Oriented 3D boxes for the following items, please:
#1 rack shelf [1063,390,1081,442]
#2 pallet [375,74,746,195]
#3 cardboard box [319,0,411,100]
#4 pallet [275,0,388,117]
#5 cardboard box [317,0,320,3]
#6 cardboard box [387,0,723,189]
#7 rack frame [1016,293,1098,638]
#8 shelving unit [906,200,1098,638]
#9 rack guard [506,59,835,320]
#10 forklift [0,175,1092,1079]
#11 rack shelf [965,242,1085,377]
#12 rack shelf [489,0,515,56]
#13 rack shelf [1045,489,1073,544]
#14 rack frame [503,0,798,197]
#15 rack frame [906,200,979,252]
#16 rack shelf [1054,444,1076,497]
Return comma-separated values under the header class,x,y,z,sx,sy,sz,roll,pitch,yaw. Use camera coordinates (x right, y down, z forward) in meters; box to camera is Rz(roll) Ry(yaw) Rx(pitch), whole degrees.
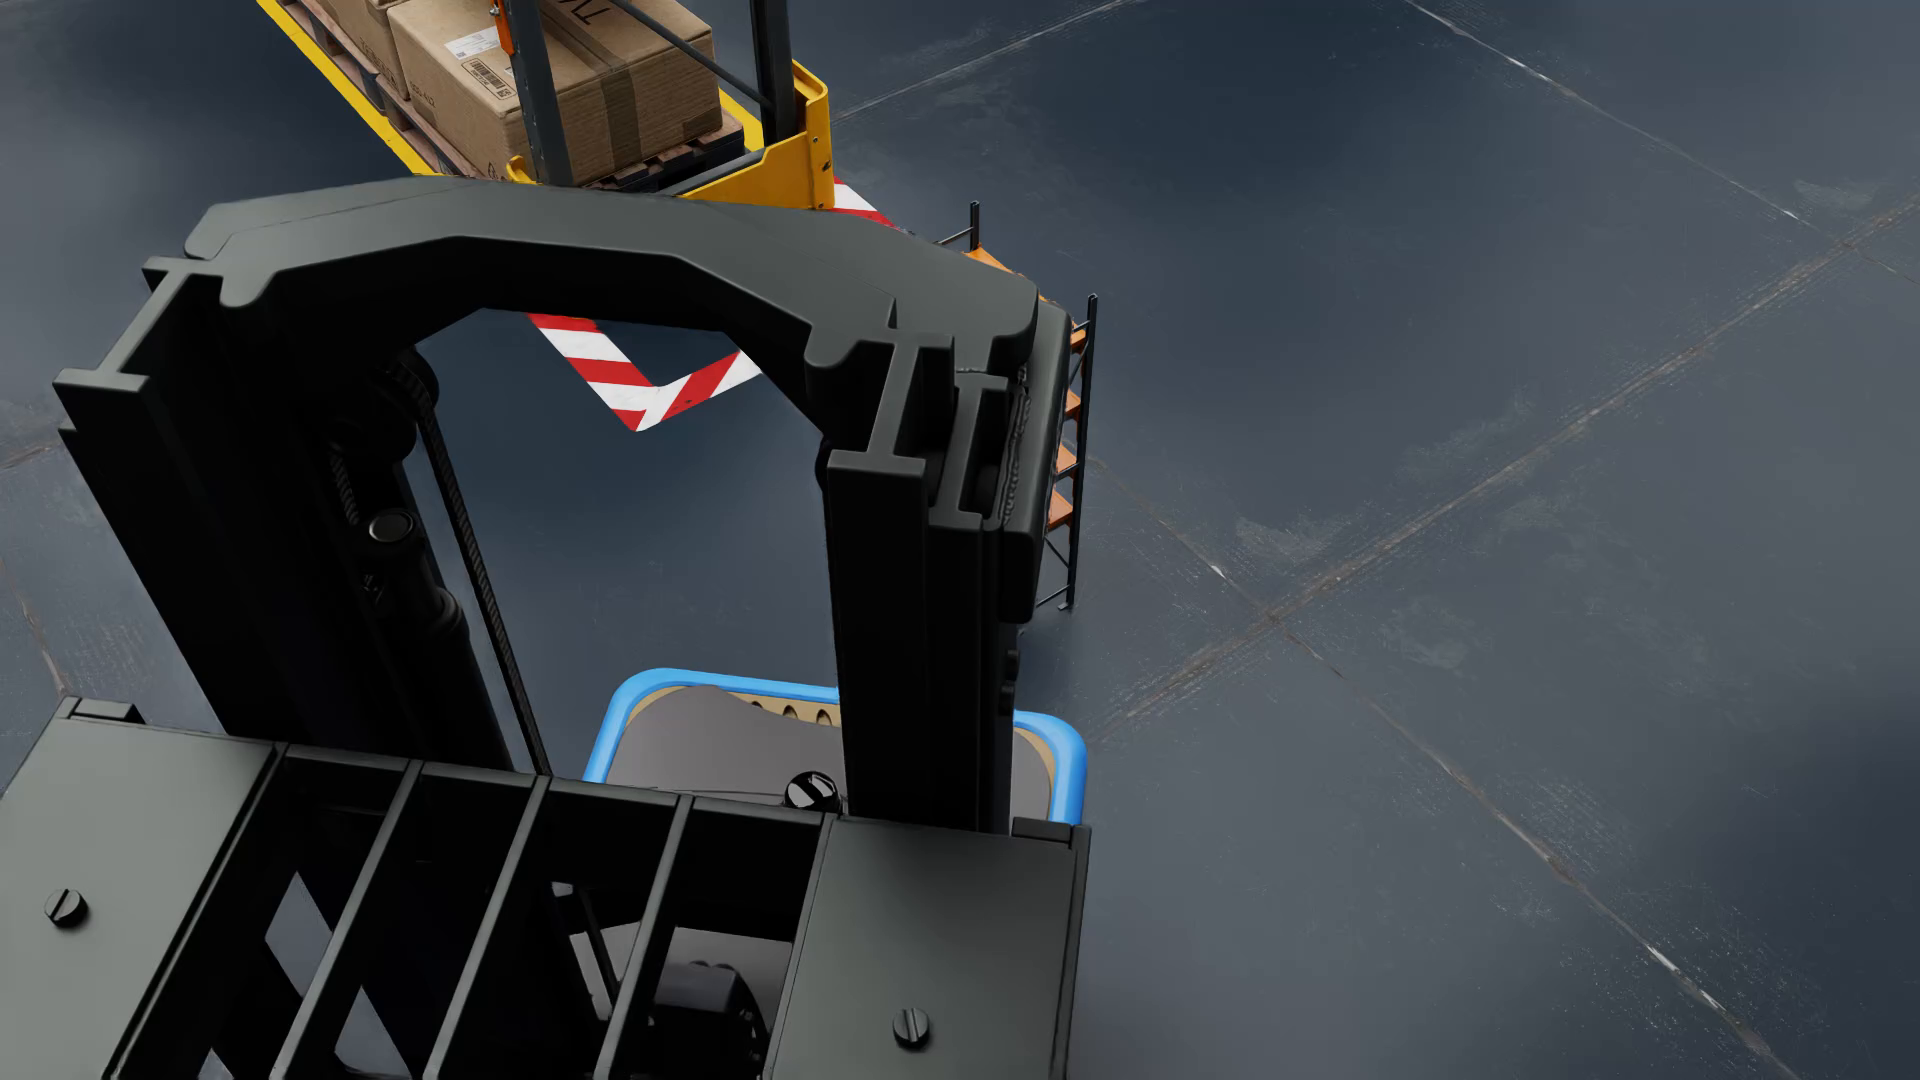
class,x,y,z,sx,sy,sz,roll,pitch,yaw
rack shelf,0.100,-0.410,4.601,0.258,0.148,0.480,-29,54,-24
pallet,-1.586,-1.654,6.607,1.003,0.211,1.213,-29,54,-24
cardboard box,-2.080,-2.315,6.770,0.875,0.438,0.875,-28,54,-23
pallet,-2.321,-2.373,7.259,1.003,0.211,1.213,-29,54,-24
cardboard box,-2.625,-2.848,7.253,0.875,0.438,0.875,-31,55,-25
cardboard box,-1.519,-1.779,6.284,0.875,0.438,0.875,-31,55,-25
rack frame,0.248,-0.162,4.587,0.240,1.200,0.015,-29,54,-24
shelving unit,0.100,-0.305,4.717,0.258,1.200,0.503,-29,54,-24
rack guard,-1.025,-1.301,6.092,1.175,0.500,0.348,-29,54,-24
forklift,-0.450,1.136,2.242,1.130,2.935,3.031,6,48,6
rack shelf,0.100,-0.569,4.426,0.258,0.148,0.480,-29,54,-24
rack shelf,-2.251,-3.092,6.514,1.077,0.370,4.000,-29,54,-24
rack shelf,0.100,-0.127,4.914,0.258,0.148,0.480,-29,54,-24
rack frame,-1.040,-2.155,5.179,1.000,3.000,0.127,-29,54,-24
rack frame,-0.048,-0.449,4.847,0.240,1.200,0.015,-29,54,-24
rack shelf,0.100,-0.260,4.767,0.258,0.148,0.480,-29,54,-24
